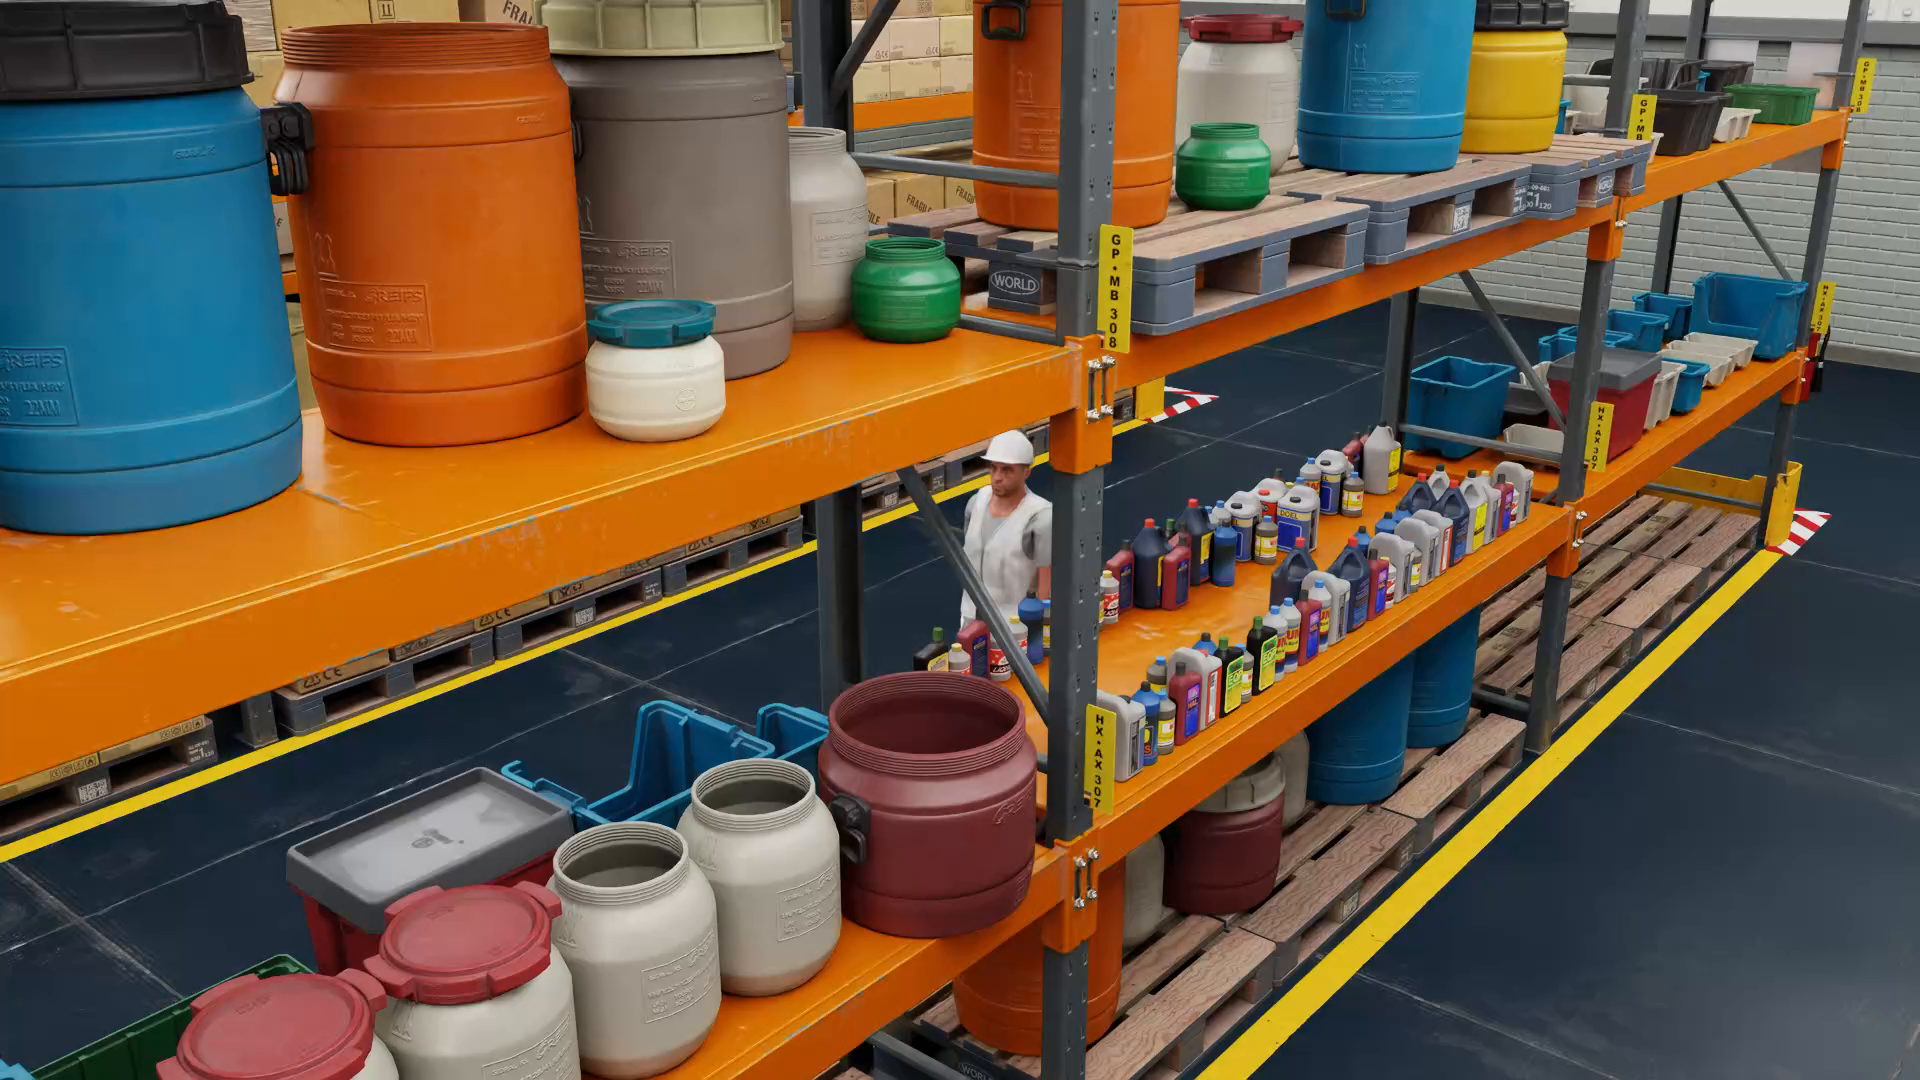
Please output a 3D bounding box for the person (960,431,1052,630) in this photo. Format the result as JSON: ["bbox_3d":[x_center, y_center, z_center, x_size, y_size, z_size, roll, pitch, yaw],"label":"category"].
[{"bbox_3d":[0.206,0.374,7.505,0.523,1.790,0.331,16,26,38],"label":"person"}]
